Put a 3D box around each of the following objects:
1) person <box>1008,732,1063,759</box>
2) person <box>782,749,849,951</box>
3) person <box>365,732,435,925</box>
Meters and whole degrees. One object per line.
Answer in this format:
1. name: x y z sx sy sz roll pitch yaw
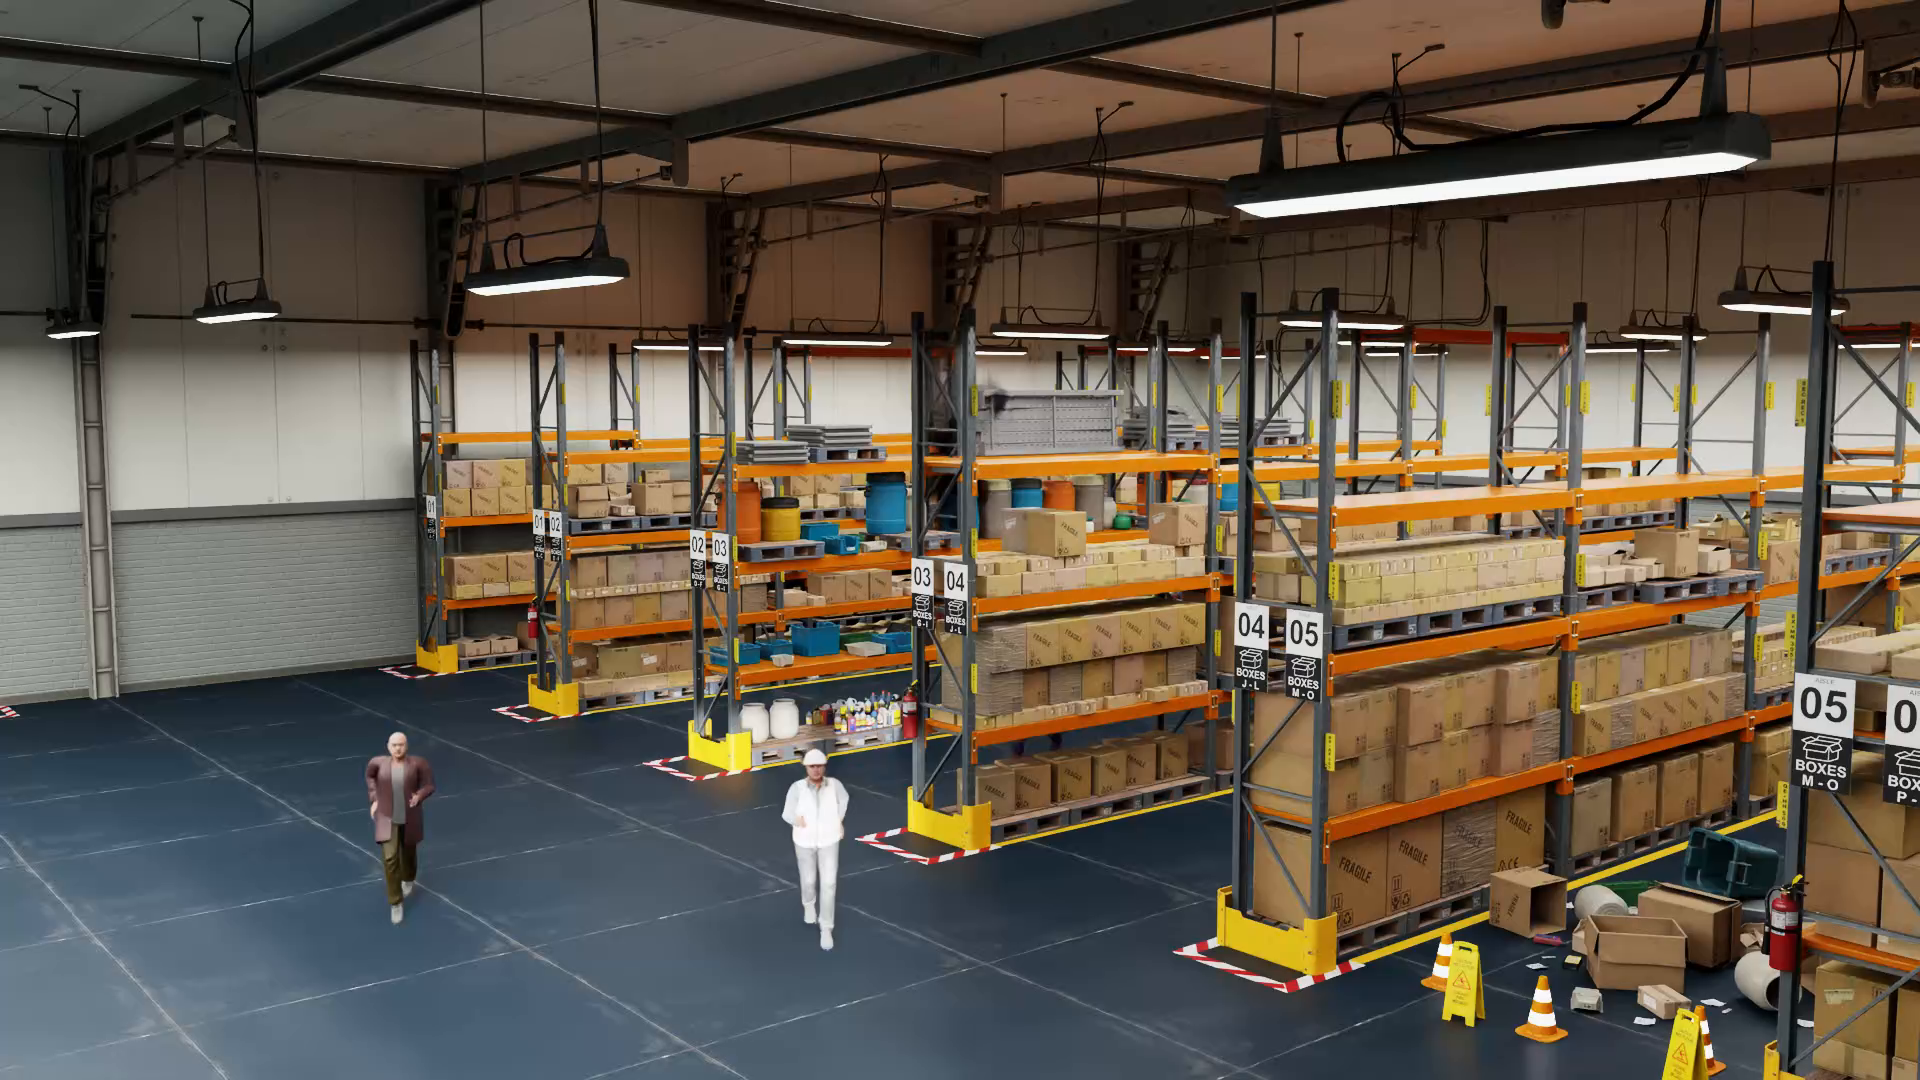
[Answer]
1. person: 1.013 2.173 22.649 0.607 1.621 0.941 5 7 43
2. person: -1.348 2.828 15.586 0.621 1.790 0.924 0 5 -5
3. person: -5.514 2.764 16.405 0.649 1.804 1.026 -2 6 -19
